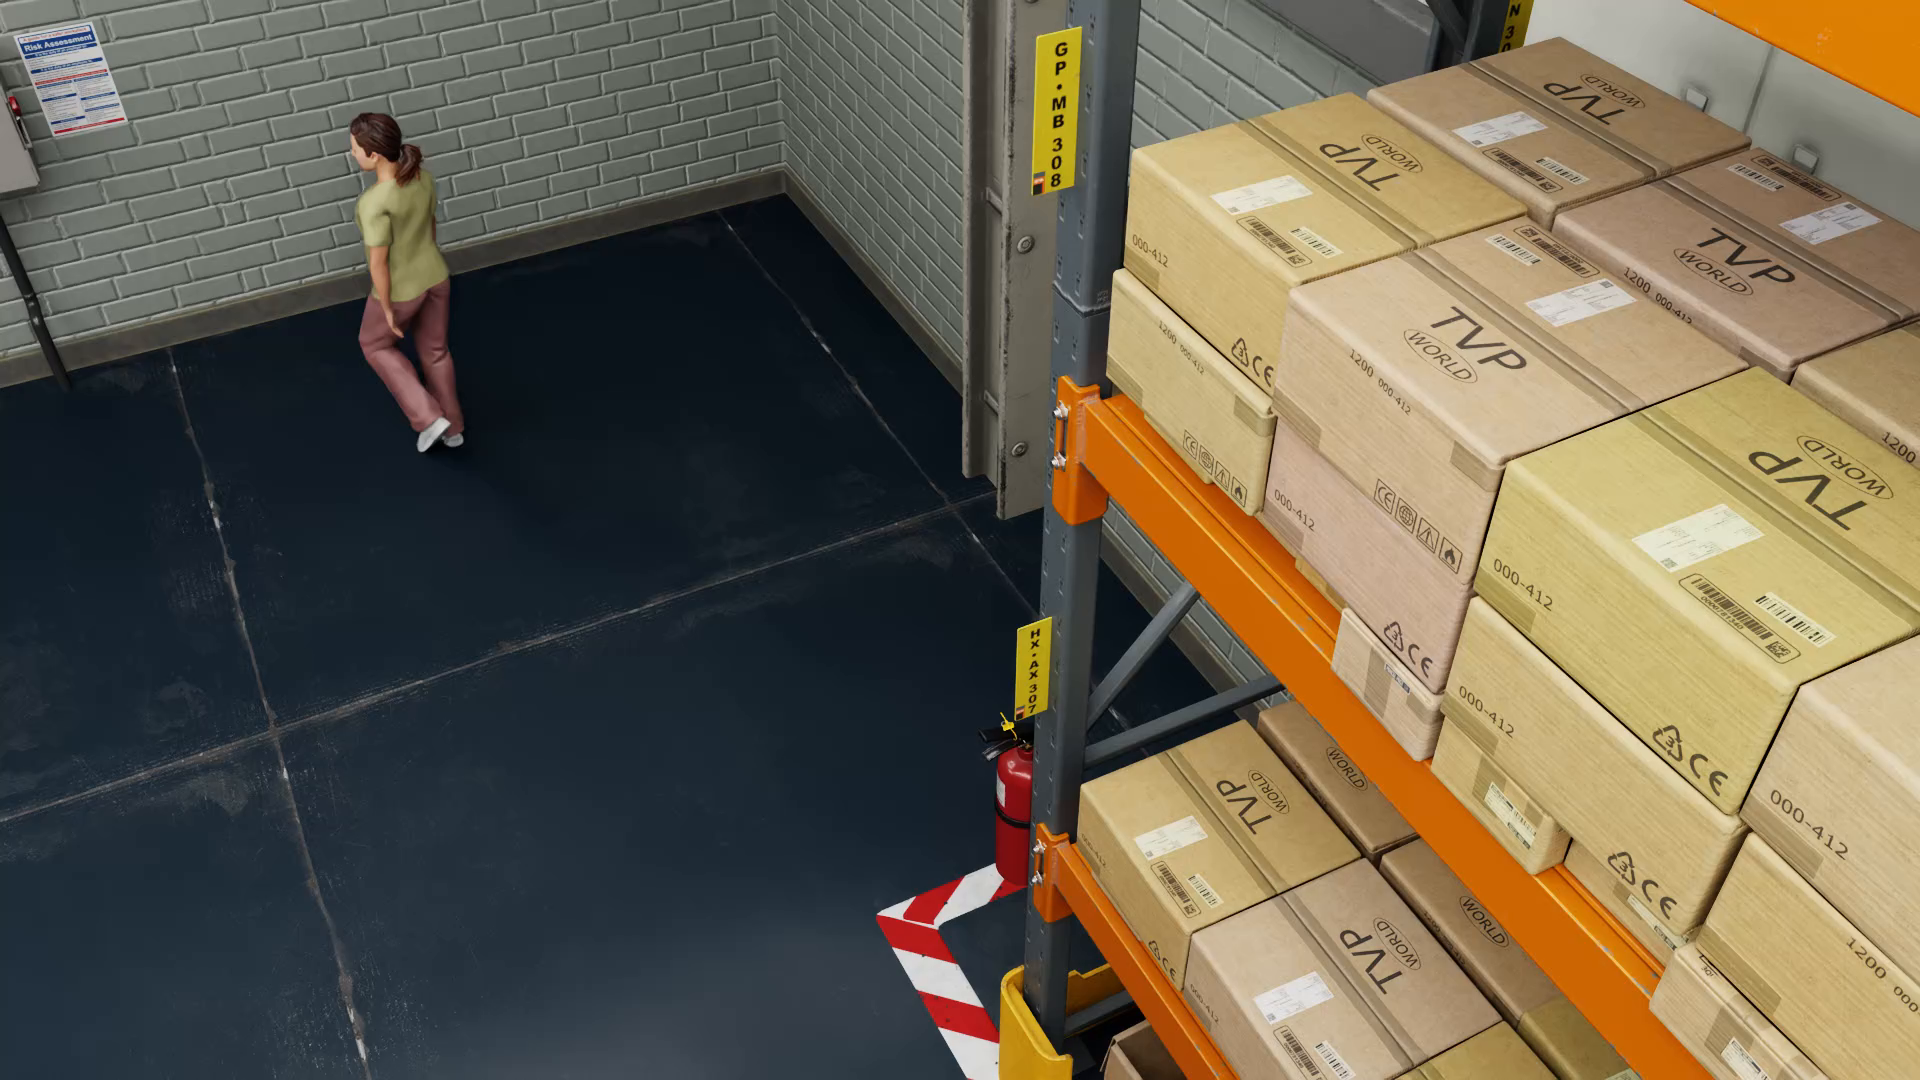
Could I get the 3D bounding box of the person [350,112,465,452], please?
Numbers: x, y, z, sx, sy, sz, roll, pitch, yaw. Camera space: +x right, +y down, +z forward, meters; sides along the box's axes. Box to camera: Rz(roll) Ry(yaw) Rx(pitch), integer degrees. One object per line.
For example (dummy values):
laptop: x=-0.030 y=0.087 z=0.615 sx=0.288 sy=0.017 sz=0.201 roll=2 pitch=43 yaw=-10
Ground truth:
person: x=-2.471 y=-1.133 z=7.422 sx=0.437 sy=1.682 sz=0.464 roll=26 pitch=47 yaw=26
